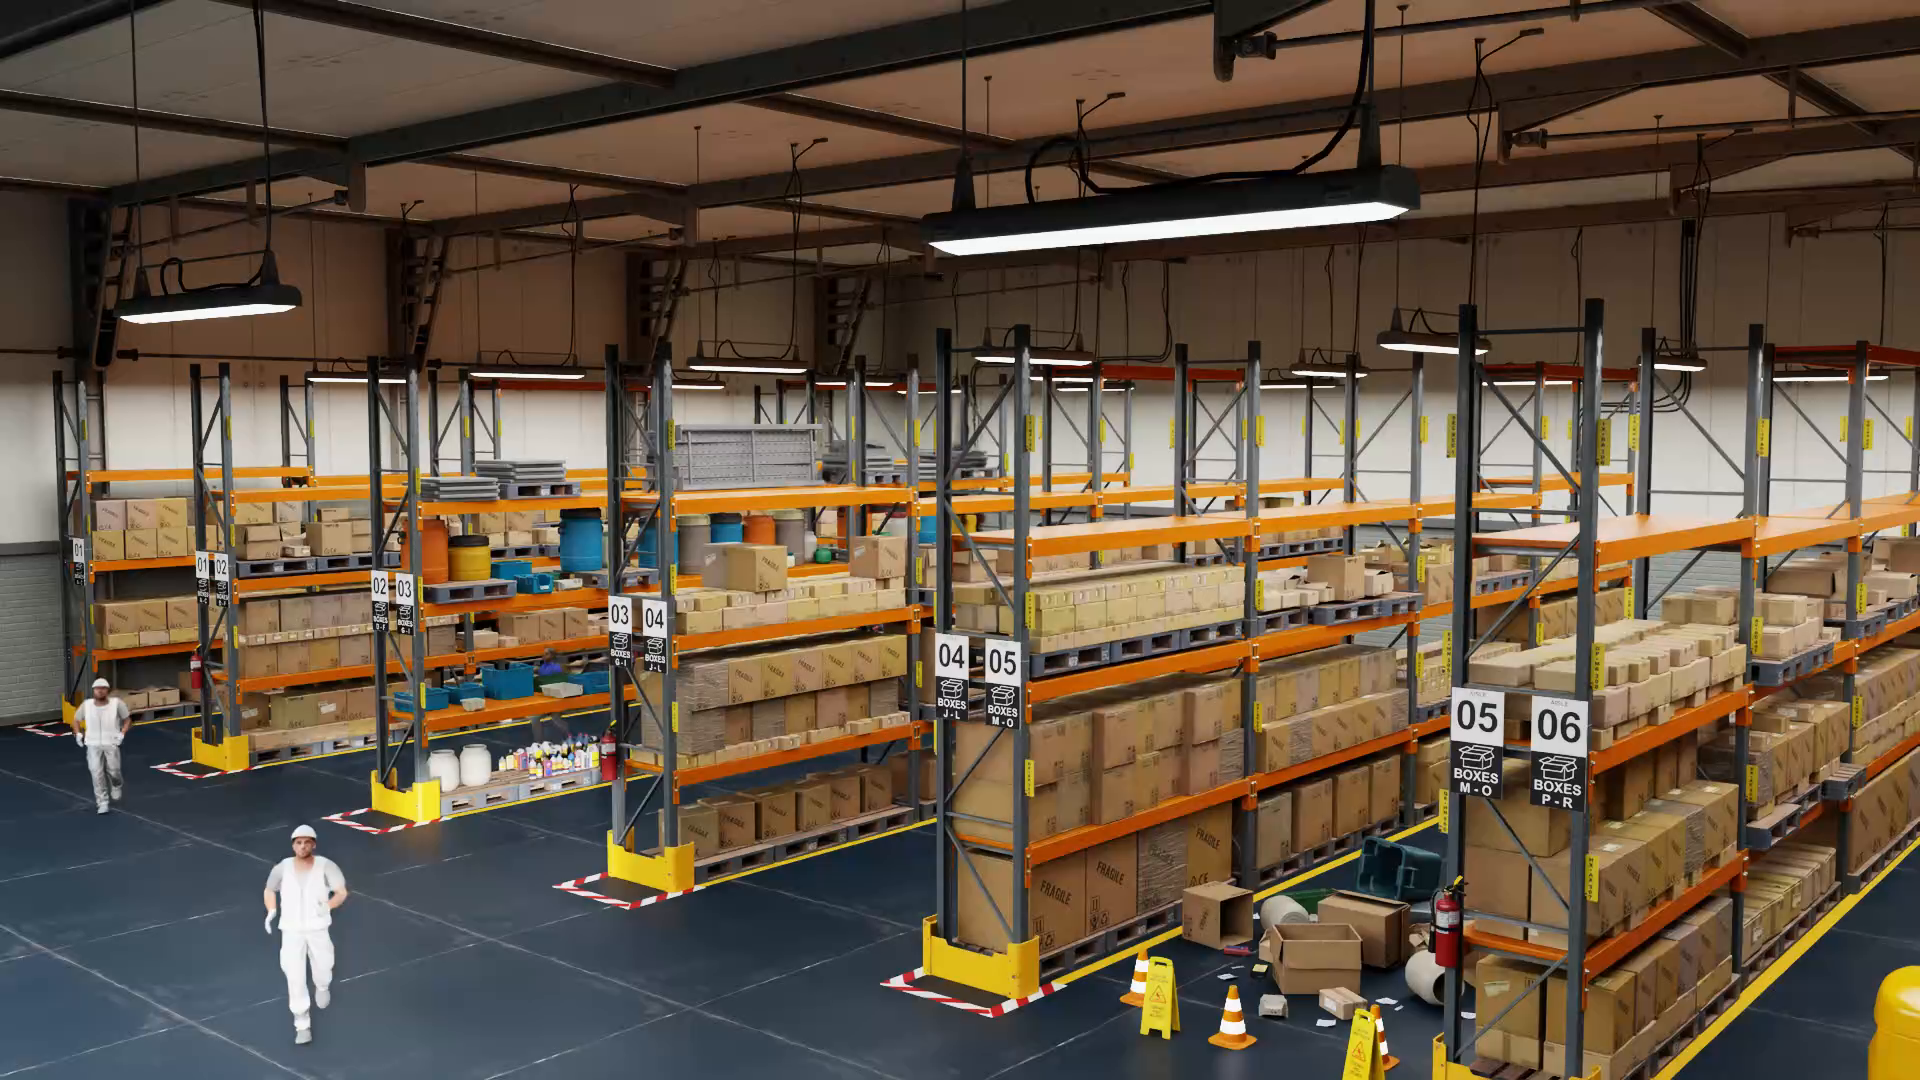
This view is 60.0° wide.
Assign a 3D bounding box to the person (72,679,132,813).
[{"bbox_3d":[-11.355,2.698,22.015,0.705,1.750,0.696,-2,4,-21],"label":"person"}]

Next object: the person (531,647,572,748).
[{"bbox_3d":[-6.309,2.491,25.590,0.550,1.717,0.775,2,5,28],"label":"person"}]

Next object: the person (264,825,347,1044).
[{"bbox_3d":[-5.517,3.277,14.020,0.668,1.757,0.849,-1,4,-16],"label":"person"}]
